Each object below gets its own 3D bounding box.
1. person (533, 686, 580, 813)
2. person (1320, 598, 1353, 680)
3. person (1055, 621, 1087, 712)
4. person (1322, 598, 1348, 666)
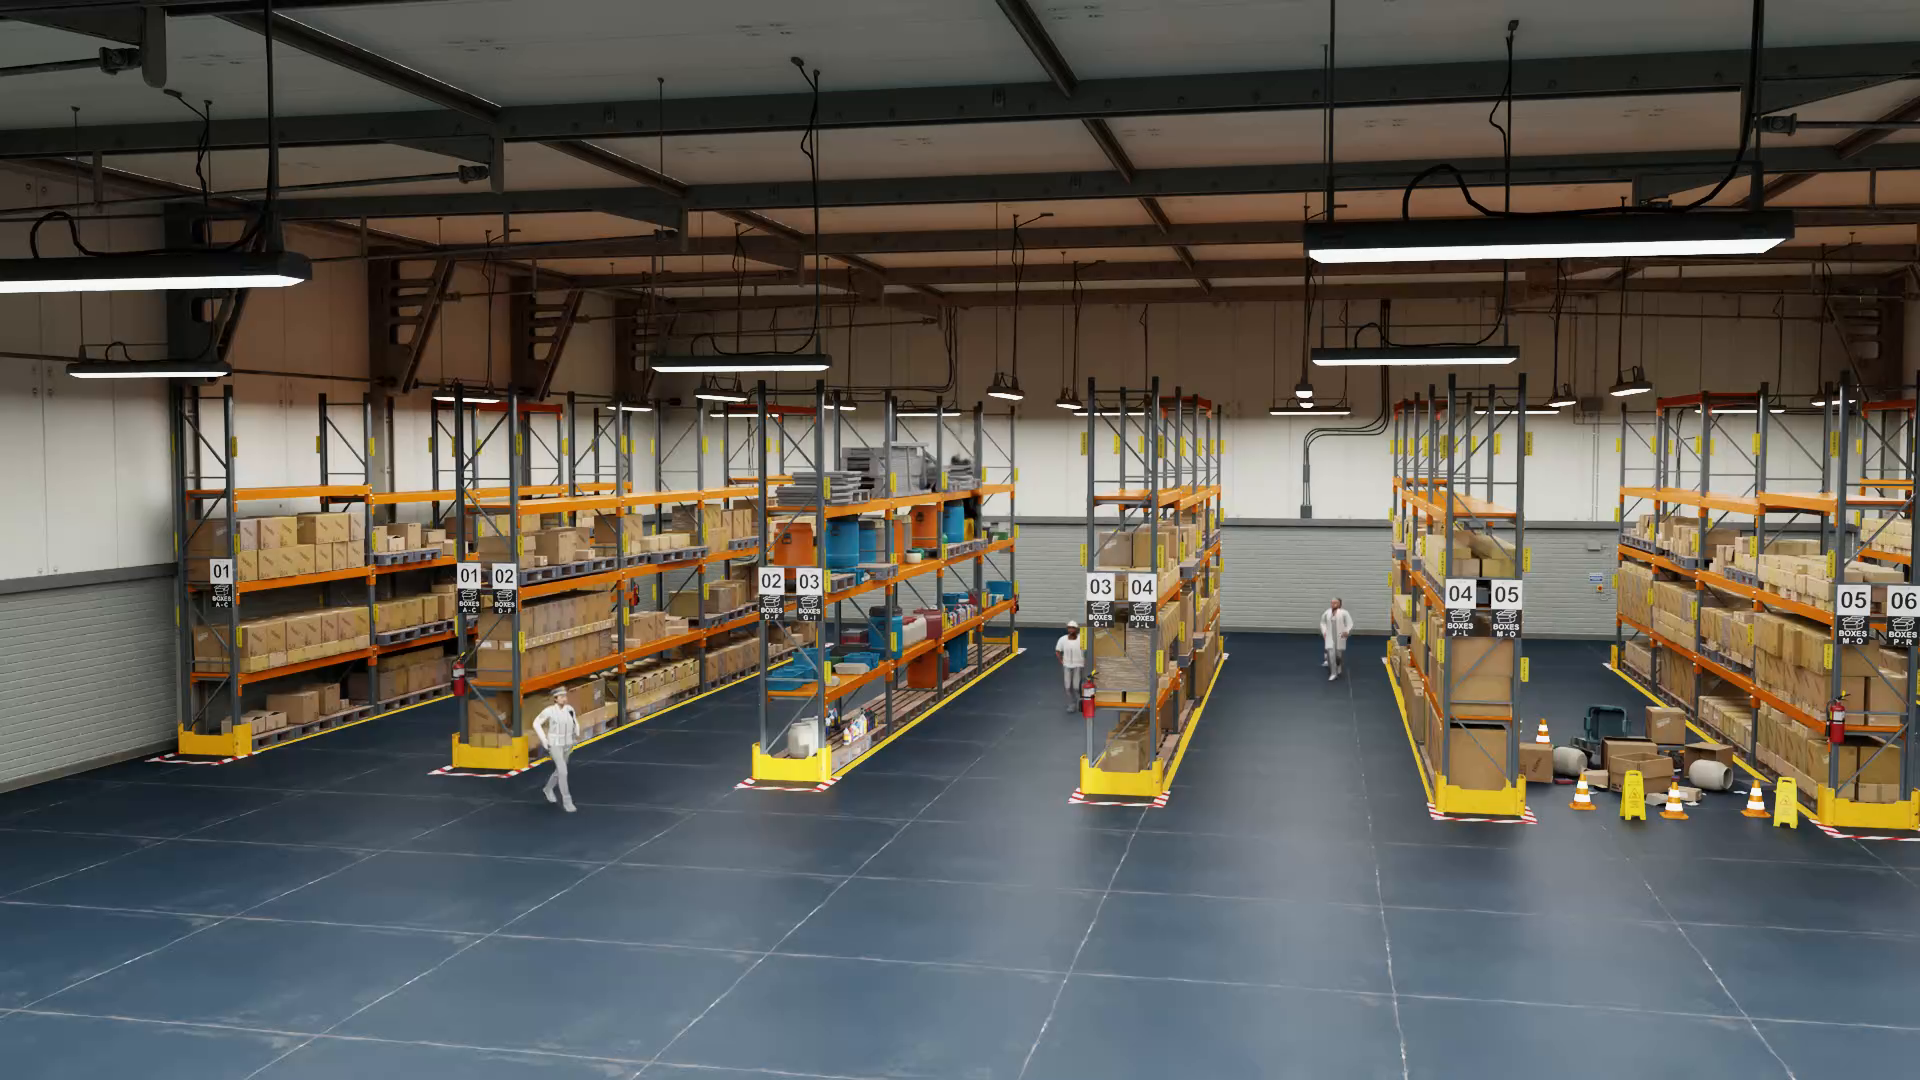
[{"bbox_3d":[-5.549,2.865,23.035,0.828,1.716,0.613,3,4,39],"label":"person"},{"bbox_3d":[8.111,2.132,35.883,0.707,1.754,0.671,1,3,24],"label":"person"},{"bbox_3d":[2.140,2.380,31.339,0.731,1.715,0.597,1,3,15],"label":"person"},{"bbox_3d":[8.600,2.096,38.101,0.604,1.555,0.654,1,3,22],"label":"person"}]
